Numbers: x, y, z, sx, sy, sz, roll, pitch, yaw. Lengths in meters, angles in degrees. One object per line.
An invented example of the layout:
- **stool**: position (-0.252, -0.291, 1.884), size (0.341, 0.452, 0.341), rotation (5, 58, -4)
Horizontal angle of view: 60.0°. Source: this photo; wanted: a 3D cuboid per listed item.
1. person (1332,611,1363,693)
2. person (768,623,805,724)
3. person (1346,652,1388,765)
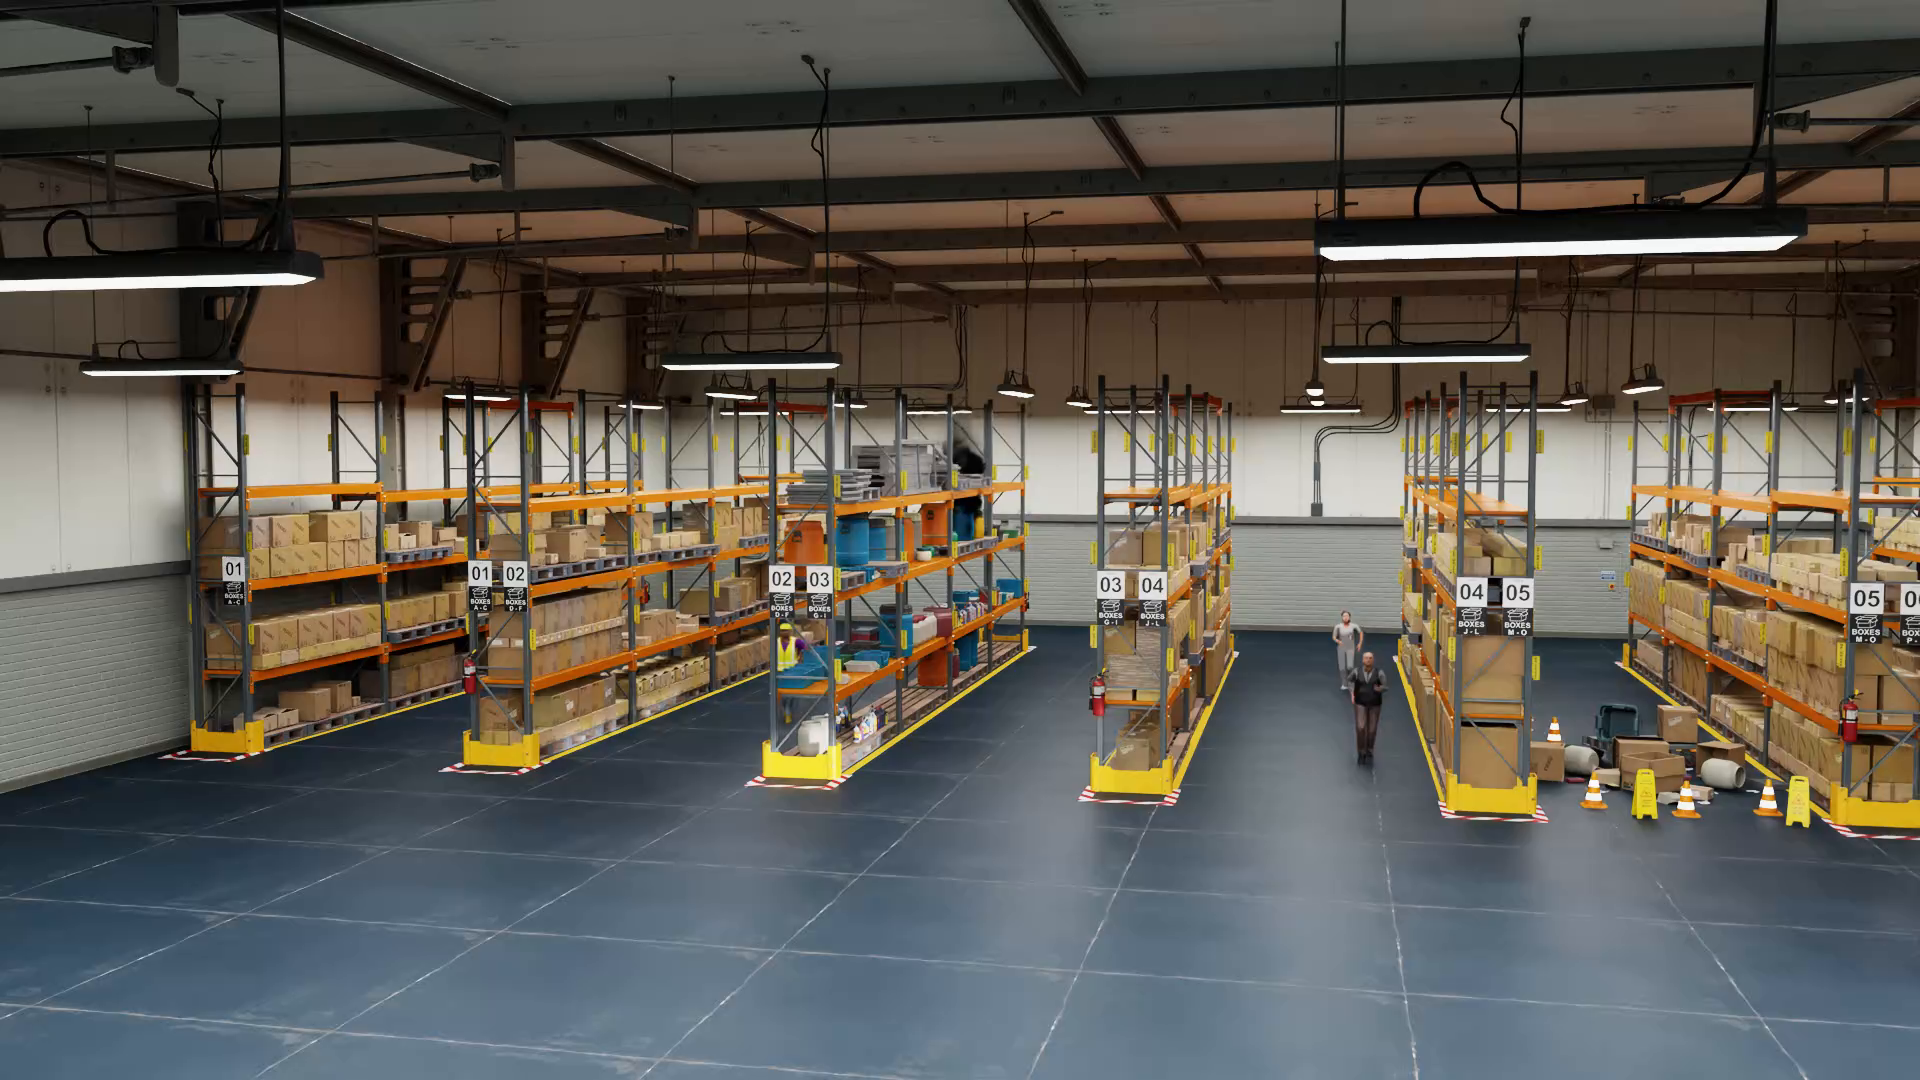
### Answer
- **person**: position (7.804, 2.262, 33.530), size (0.592, 1.678, 0.665), rotation (1, 3, 17)
- **person**: position (-3.163, 2.395, 30.145), size (0.635, 1.815, 0.841), rotation (0, 3, 7)
- **person**: position (6.412, 2.652, 26.178), size (0.637, 1.773, 0.715), rotation (1, 3, 9)
